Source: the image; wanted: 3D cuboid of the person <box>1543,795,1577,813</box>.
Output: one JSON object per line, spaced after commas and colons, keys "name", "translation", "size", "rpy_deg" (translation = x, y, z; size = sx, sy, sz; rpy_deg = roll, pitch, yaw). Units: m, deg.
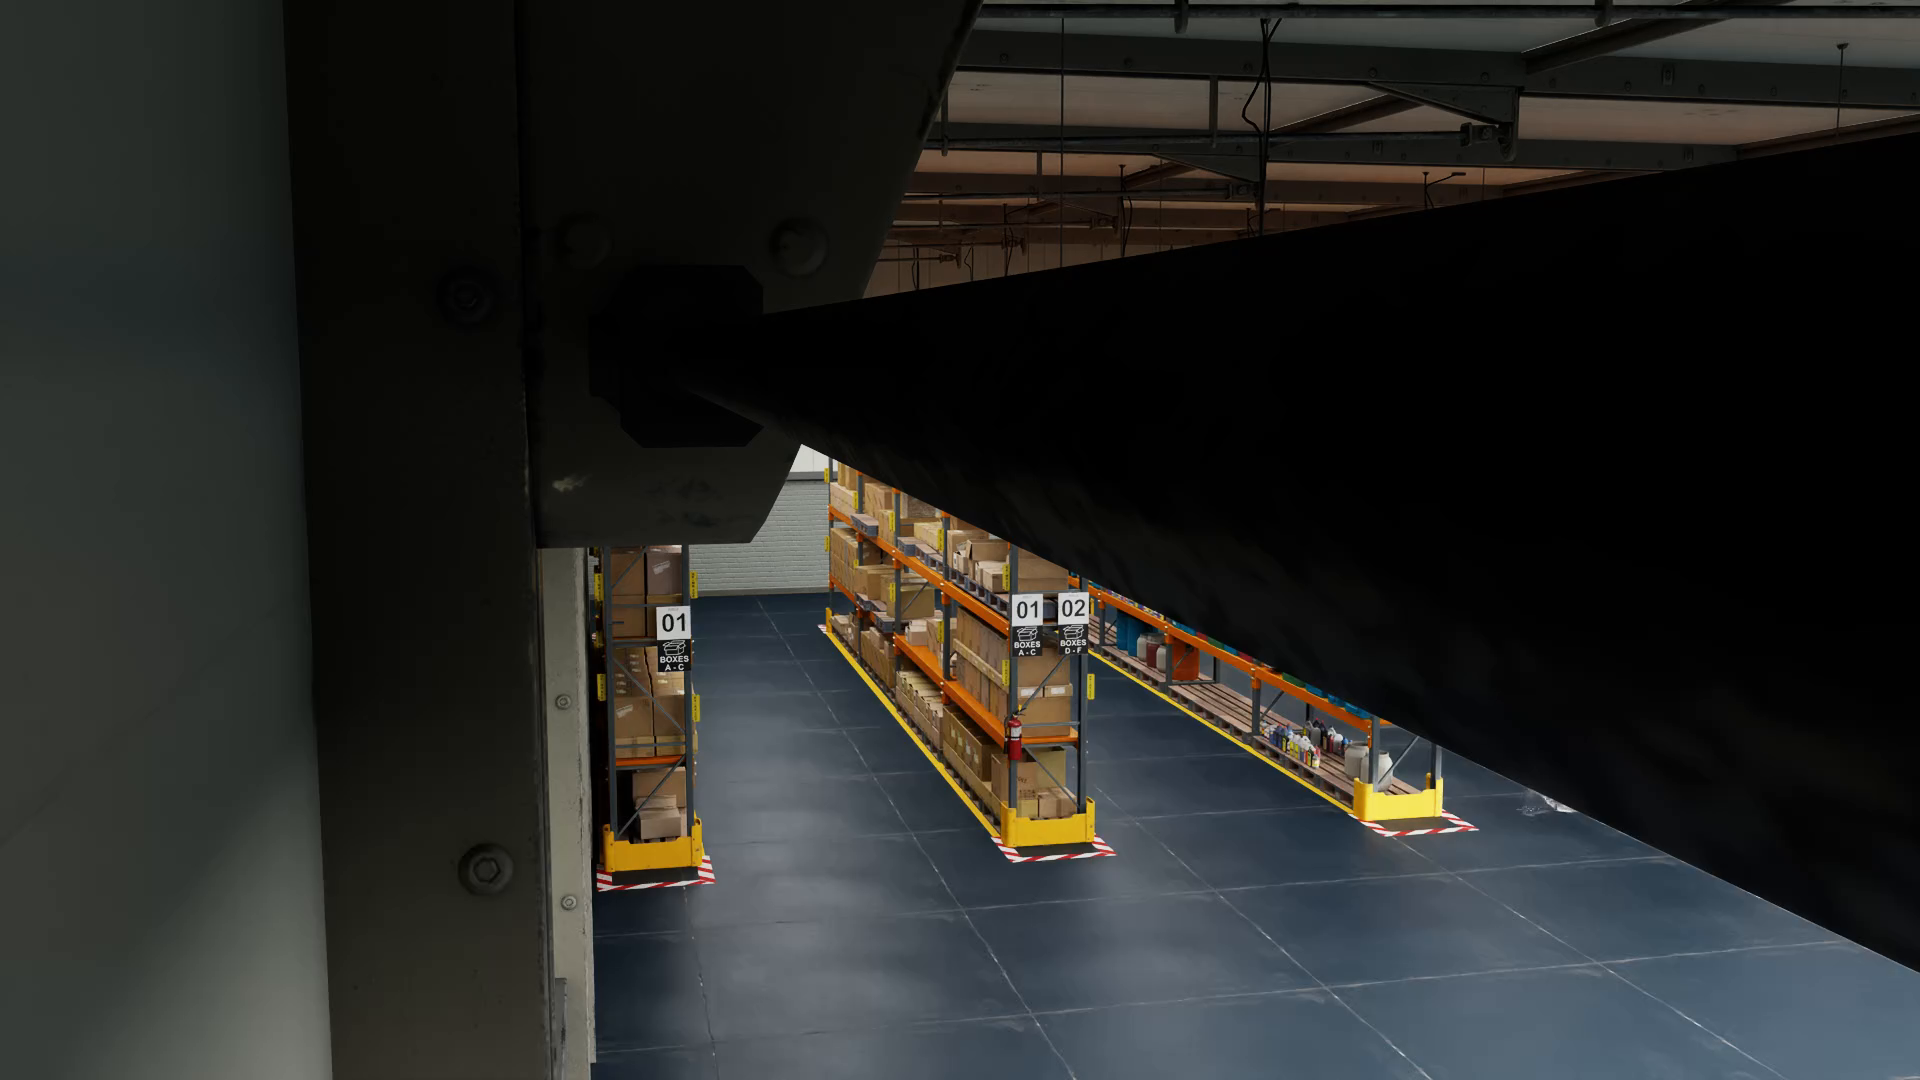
{"name": "person", "translation": [8.173, 2.905, 22.380], "size": [0.527, 1.562, 0.645], "rpy_deg": [4, 8, 32]}
